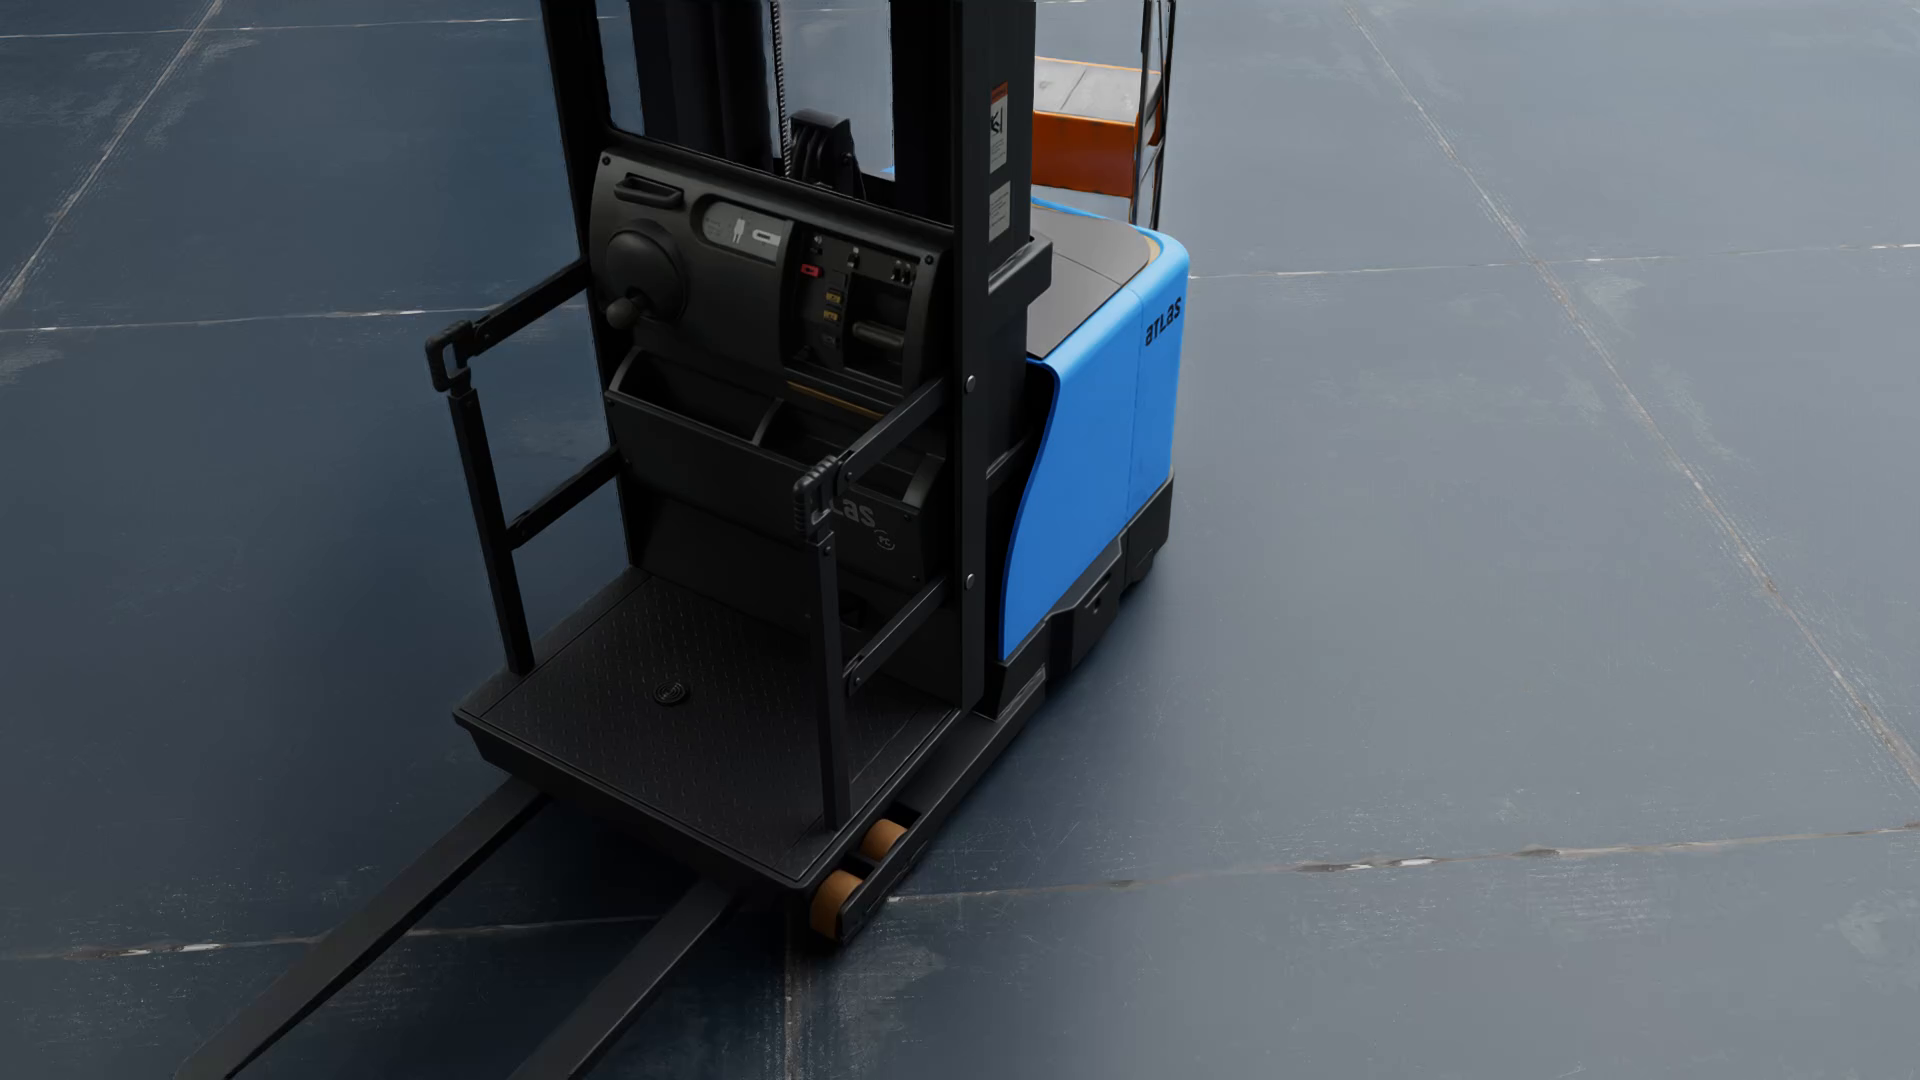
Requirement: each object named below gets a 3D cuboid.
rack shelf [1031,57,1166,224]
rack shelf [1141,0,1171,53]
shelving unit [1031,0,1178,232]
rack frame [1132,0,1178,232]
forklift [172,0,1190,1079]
[{"bbox_3d":[0.336,-1.155,5.040,0.480,0.518,0.431,11,40,14],"label":"rack shelf"},{"bbox_3d":[0.336,-1.704,4.607,0.480,0.518,0.431,11,40,14],"label":"rack shelf"},{"bbox_3d":[0.336,-1.165,5.032,0.503,2.100,0.431,11,40,14],"label":"shelving unit"},{"bbox_3d":[0.569,-1.120,4.974,0.015,2.100,0.400,11,40,14],"label":"rack frame"},{"bbox_3d":[-0.561,-0.518,3.540,1.130,2.935,3.031,21,43,25],"label":"forklift"}]
